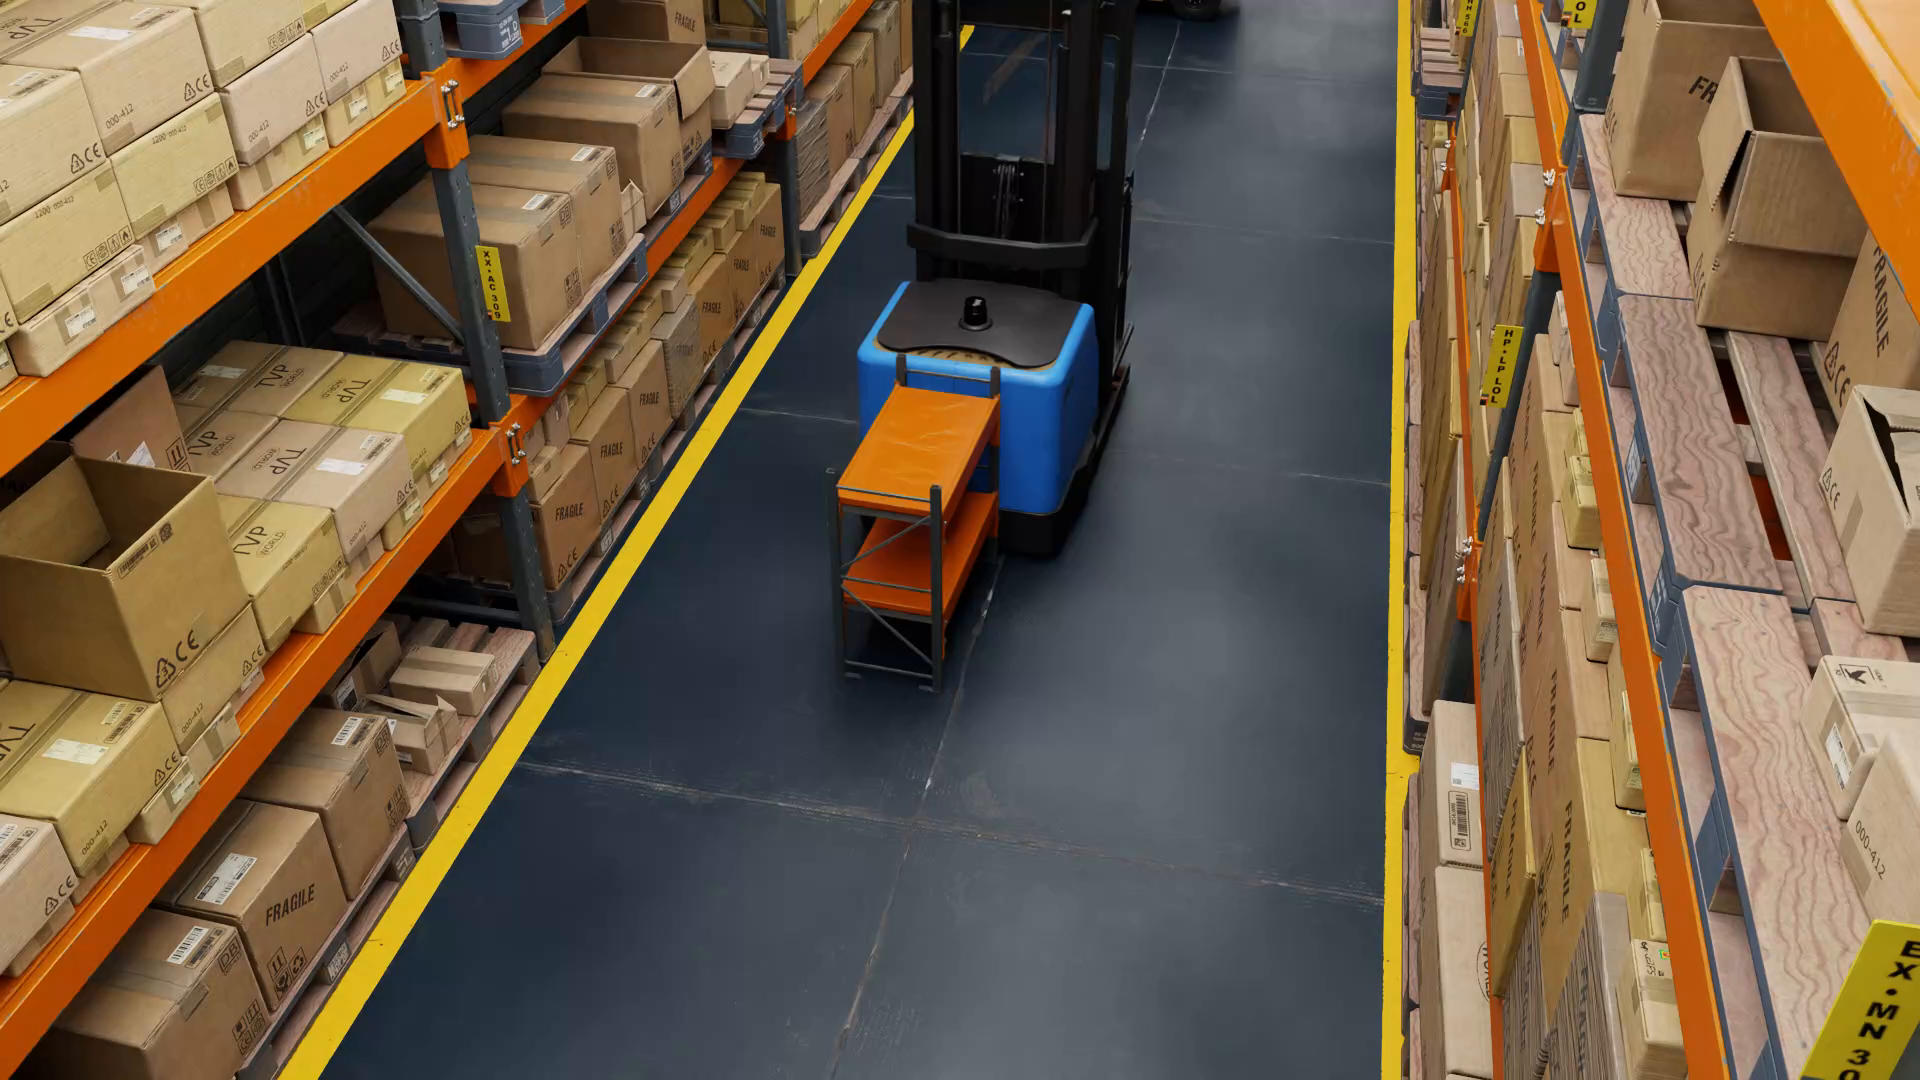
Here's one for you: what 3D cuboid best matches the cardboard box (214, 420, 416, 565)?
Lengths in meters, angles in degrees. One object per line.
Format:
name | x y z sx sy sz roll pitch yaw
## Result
cardboard box | -2.361 -0.182 6.089 0.500 0.250 0.500 7 37 10

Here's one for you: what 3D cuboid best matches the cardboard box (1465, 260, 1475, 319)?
cardboard box | 2.644 -1.217 7.771 0.500 0.250 0.500 7 37 10

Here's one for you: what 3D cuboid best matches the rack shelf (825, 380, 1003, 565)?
rack shelf | -0.189 -0.326 7.513 0.538 0.278 1.000 9 37 12

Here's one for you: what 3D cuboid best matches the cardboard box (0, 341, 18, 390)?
cardboard box | -2.660 -0.436 4.223 0.380 0.149 0.250 7 37 9

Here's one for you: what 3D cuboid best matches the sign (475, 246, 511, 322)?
sign | -1.866 -1.020 6.634 0.100 0.325 0.005 7 37 10

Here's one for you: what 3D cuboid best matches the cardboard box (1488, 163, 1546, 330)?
cardboard box | 2.406 -1.144 6.605 0.500 0.500 0.500 8 37 11

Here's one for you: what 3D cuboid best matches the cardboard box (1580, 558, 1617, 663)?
cardboard box | 1.788 0.198 4.201 0.380 0.149 0.250 7 37 10

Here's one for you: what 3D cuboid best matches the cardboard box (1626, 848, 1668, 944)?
cardboard box | 1.576 0.795 3.378 0.380 0.149 0.250 8 37 11

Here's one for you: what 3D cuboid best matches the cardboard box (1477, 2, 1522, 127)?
cardboard box | 2.866 -2.314 8.220 0.500 0.500 0.500 7 37 10

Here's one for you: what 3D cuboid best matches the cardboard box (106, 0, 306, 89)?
cardboard box | -2.370 -1.599 5.062 0.500 0.250 0.500 7 36 9

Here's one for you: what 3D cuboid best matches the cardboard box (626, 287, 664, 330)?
cardboard box | -1.814 -1.241 8.896 0.380 0.149 0.250 7 37 10

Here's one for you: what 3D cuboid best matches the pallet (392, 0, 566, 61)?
pallet | -2.190 -2.237 6.655 1.213 0.211 1.003 7 37 10

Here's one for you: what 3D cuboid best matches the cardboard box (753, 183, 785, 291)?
cardboard box | -1.424 -1.915 10.379 0.500 0.500 0.500 8 37 11

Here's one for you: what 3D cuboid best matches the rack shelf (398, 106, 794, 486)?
rack shelf | -1.971 -1.589 8.769 1.077 0.370 4.000 7 37 10

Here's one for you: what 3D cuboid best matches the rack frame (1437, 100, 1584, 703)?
rack frame | 2.452 -0.113 6.121 1.000 3.000 0.127 7 37 10

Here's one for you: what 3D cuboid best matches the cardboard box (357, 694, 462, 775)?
cardboard box | -2.306 0.764 6.881 0.396 0.266 0.258 9 37 12

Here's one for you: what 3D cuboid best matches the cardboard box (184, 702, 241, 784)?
cardboard box | -2.554 0.621 5.321 0.380 0.149 0.250 8 37 11

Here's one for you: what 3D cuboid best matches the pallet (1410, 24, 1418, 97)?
pallet | 4.270 -3.960 13.804 1.003 0.211 1.213 7 37 10

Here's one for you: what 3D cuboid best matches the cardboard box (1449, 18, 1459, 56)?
cardboard box | 3.143 -3.005 9.967 0.380 0.149 0.250 7 37 10

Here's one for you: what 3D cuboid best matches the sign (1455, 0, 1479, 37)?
sign | 2.774 -2.906 9.055 0.100 0.325 0.005 7 37 10

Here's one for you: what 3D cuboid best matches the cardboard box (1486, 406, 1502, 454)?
cardboard box | 2.309 -0.538 6.409 0.500 0.250 0.500 7 37 10

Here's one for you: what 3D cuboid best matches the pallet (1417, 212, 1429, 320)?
pallet | 3.475 -1.725 10.721 1.003 0.211 1.213 7 37 10

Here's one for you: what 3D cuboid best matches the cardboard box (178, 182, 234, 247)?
cardboard box | -2.450 -1.021 5.030 0.380 0.149 0.250 9 37 12

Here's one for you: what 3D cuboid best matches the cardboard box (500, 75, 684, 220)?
cardboard box | -1.798 -1.940 8.198 0.700 0.500 0.500 7 37 10

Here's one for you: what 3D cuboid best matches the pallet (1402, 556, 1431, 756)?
pallet | 2.543 0.564 7.562 1.003 0.211 1.213 7 37 10

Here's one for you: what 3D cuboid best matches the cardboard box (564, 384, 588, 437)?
cardboard box | -2.034 -0.643 8.071 0.380 0.149 0.250 6 36 8

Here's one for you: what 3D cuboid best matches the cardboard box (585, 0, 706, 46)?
cardboard box | -1.806 -2.962 9.608 0.500 0.500 0.500 9 37 12

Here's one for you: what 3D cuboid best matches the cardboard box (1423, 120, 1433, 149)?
cardboard box | 3.901 -3.092 12.112 0.950 0.372 0.625 10 37 13

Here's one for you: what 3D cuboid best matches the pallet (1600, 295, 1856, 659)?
pallet | 2.004 -0.127 3.659 1.003 0.211 1.213 7 37 10

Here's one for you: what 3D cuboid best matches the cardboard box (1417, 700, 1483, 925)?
cardboard box | 2.213 1.100 6.271 0.875 0.438 0.875 7 36 9

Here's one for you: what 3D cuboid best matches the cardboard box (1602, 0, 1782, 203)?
cardboard box | 2.121 -1.268 4.630 0.500 0.500 0.500 8 37 11

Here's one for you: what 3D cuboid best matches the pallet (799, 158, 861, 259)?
pallet | -1.329 -2.365 11.603 1.003 0.211 1.213 7 37 10

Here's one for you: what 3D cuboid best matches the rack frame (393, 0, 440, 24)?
rack frame | -2.398 -3.163 5.216 1.000 3.000 0.127 7 37 10

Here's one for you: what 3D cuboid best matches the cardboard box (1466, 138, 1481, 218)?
cardboard box | 2.727 -1.709 8.023 0.500 0.250 0.500 7 37 10

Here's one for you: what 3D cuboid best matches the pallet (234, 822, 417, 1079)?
pallet | -2.804 1.491 6.284 1.003 0.211 1.213 7 37 10

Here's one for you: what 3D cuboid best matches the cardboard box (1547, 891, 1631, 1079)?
cardboard box | 1.551 1.125 3.475 0.500 0.500 0.500 7 37 10

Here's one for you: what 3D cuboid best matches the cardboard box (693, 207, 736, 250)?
cardboard box | -1.529 -1.827 9.704 0.380 0.149 0.250 6 36 8

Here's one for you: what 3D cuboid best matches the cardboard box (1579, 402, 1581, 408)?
cardboard box | 2.079 -0.372 4.988 0.380 0.149 0.250 7 36 9

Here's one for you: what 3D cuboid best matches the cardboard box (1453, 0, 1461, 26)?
cardboard box | 3.232 -3.331 9.863 0.500 0.500 0.500 7 36 9

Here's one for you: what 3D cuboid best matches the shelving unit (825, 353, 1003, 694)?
shelving unit | -0.189 -0.089 7.685 0.538 1.125 1.048 9 37 12

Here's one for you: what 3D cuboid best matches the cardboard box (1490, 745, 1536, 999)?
cardboard box | 1.762 0.950 4.568 0.500 0.500 0.500 8 37 11

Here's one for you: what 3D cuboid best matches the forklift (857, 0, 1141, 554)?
forklift | 0.366 -1.981 8.756 1.130 2.935 3.031 9 37 12

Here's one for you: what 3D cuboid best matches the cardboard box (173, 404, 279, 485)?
cardboard box | -2.868 -0.255 6.190 0.500 0.250 0.500 7 37 10

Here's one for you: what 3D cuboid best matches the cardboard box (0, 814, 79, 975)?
cardboard box | -2.785 0.985 4.480 0.500 0.250 0.500 8 37 10

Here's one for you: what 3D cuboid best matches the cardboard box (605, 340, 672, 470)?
cardboard box | -1.860 -0.733 8.747 0.500 0.500 0.500 6 36 9

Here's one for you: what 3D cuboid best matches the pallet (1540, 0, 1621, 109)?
pallet | 2.600 -1.782 6.030 0.805 0.209 1.217 6 36 8

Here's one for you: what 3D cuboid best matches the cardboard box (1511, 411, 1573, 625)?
cardboard box | 2.000 -0.027 5.065 0.500 0.500 0.500 7 36 9

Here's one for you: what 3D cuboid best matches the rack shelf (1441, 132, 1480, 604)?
rack shelf | 2.879 -0.969 7.914 1.077 0.370 4.000 7 37 10

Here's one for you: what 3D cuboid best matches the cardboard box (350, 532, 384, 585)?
cardboard box | -2.368 0.034 6.132 0.380 0.149 0.250 8 37 11

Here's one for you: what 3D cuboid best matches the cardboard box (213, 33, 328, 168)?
cardboard box | -2.357 -1.401 5.215 0.500 0.250 0.500 6 36 8

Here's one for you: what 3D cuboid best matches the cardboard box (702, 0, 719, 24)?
cardboard box | -1.719 -3.461 10.441 0.500 0.250 0.500 8 37 11

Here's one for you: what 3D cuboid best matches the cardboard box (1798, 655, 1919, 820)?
cardboard box | 1.617 0.337 2.715 0.380 0.149 0.250 5 36 6

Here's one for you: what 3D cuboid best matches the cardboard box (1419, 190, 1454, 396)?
cardboard box | 3.078 -1.331 9.253 0.875 0.875 0.875 7 37 10

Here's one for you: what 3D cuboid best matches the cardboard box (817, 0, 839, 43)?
cardboard box | -1.098 -3.477 10.890 0.500 0.250 0.500 7 36 9

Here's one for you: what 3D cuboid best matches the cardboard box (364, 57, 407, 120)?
cardboard box | -2.186 -1.603 5.834 0.380 0.149 0.250 7 37 10

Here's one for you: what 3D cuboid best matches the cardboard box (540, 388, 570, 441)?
cardboard box | -2.053 -0.602 7.760 0.380 0.149 0.250 6 36 8

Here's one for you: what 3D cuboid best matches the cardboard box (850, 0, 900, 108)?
cardboard box | -0.963 -3.784 12.851 0.875 0.625 0.625 7 37 9
